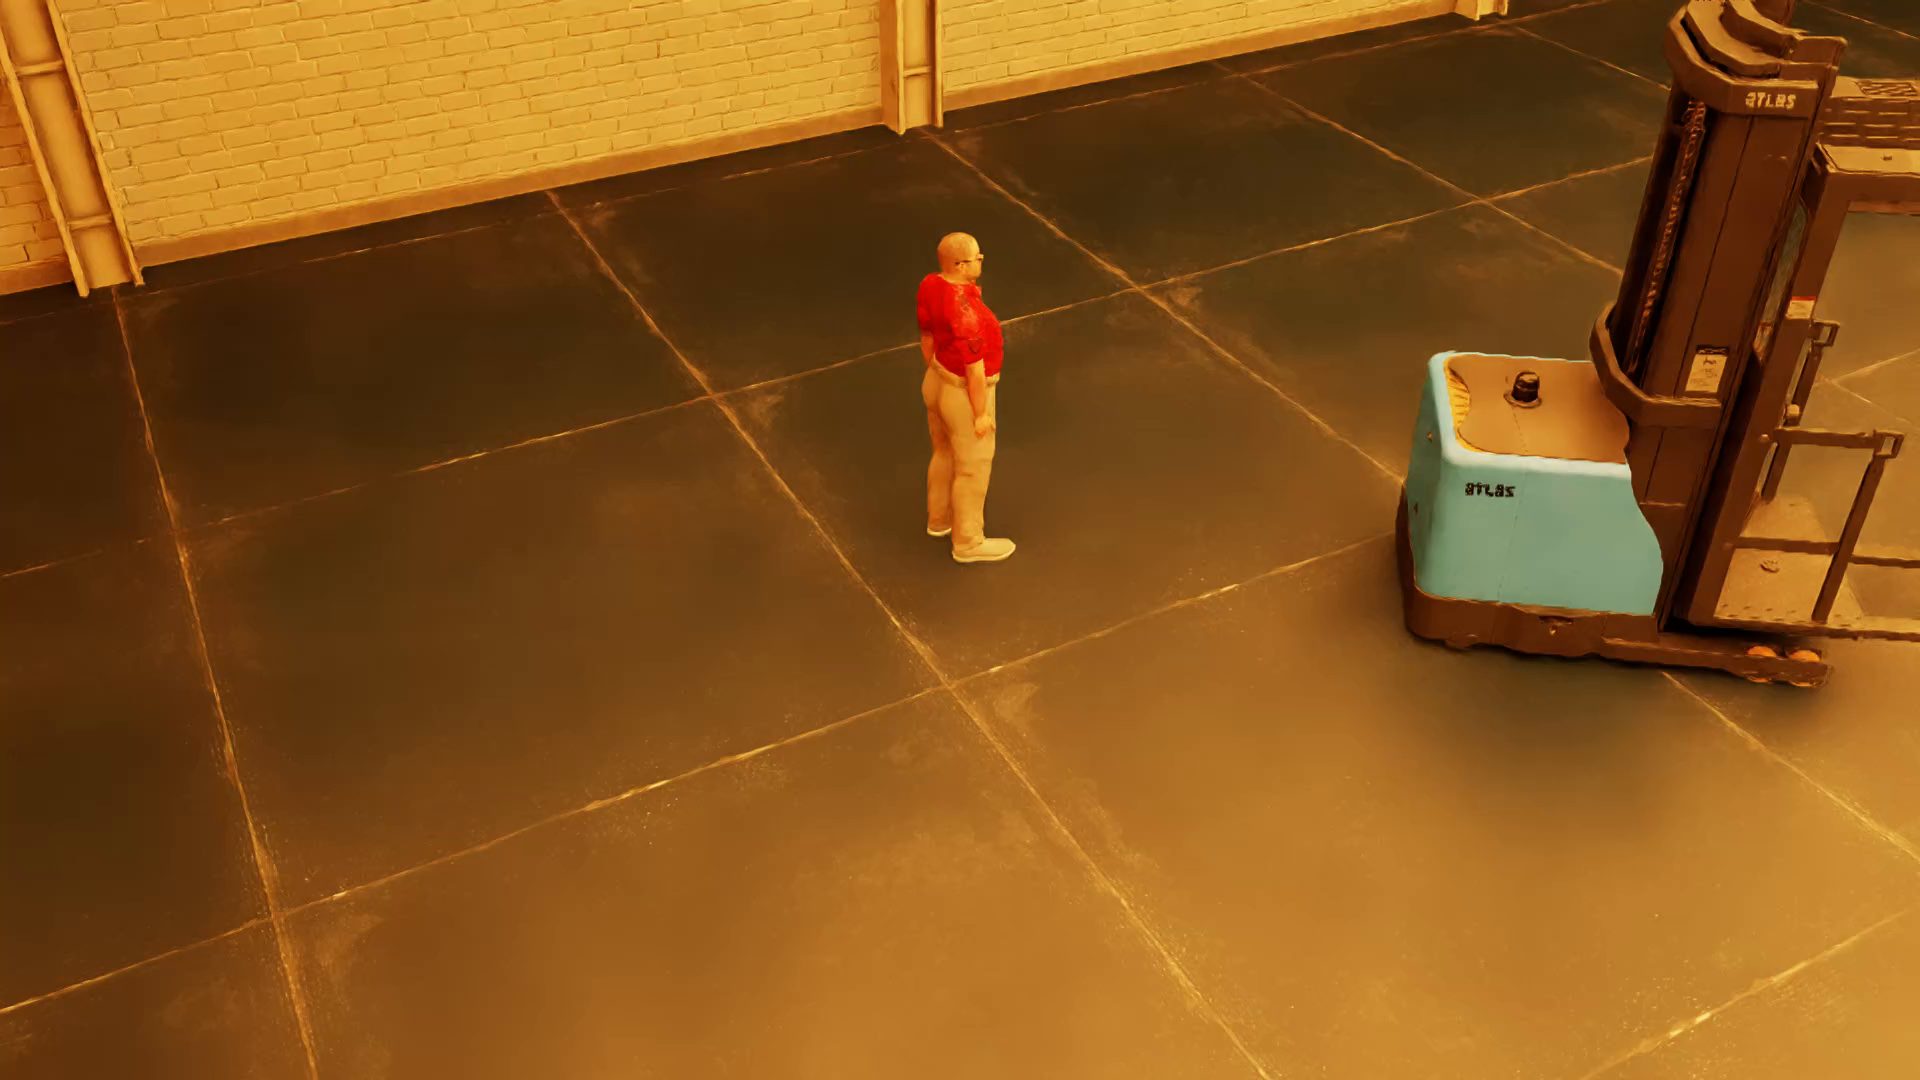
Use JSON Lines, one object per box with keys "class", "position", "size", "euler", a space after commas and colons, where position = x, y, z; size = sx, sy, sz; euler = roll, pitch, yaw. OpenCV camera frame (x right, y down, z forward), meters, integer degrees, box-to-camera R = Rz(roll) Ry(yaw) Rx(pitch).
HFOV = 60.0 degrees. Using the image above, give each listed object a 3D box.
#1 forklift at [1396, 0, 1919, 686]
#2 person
{"class": "forklift", "position": [3.701, -0.849, 7.324], "size": [3.031, 2.935, 1.130], "euler": [5, 36, 7]}
{"class": "person", "position": [0.022, -0.712, 8.174], "size": [0.365, 1.730, 0.523], "euler": [-17, 39, -23]}
